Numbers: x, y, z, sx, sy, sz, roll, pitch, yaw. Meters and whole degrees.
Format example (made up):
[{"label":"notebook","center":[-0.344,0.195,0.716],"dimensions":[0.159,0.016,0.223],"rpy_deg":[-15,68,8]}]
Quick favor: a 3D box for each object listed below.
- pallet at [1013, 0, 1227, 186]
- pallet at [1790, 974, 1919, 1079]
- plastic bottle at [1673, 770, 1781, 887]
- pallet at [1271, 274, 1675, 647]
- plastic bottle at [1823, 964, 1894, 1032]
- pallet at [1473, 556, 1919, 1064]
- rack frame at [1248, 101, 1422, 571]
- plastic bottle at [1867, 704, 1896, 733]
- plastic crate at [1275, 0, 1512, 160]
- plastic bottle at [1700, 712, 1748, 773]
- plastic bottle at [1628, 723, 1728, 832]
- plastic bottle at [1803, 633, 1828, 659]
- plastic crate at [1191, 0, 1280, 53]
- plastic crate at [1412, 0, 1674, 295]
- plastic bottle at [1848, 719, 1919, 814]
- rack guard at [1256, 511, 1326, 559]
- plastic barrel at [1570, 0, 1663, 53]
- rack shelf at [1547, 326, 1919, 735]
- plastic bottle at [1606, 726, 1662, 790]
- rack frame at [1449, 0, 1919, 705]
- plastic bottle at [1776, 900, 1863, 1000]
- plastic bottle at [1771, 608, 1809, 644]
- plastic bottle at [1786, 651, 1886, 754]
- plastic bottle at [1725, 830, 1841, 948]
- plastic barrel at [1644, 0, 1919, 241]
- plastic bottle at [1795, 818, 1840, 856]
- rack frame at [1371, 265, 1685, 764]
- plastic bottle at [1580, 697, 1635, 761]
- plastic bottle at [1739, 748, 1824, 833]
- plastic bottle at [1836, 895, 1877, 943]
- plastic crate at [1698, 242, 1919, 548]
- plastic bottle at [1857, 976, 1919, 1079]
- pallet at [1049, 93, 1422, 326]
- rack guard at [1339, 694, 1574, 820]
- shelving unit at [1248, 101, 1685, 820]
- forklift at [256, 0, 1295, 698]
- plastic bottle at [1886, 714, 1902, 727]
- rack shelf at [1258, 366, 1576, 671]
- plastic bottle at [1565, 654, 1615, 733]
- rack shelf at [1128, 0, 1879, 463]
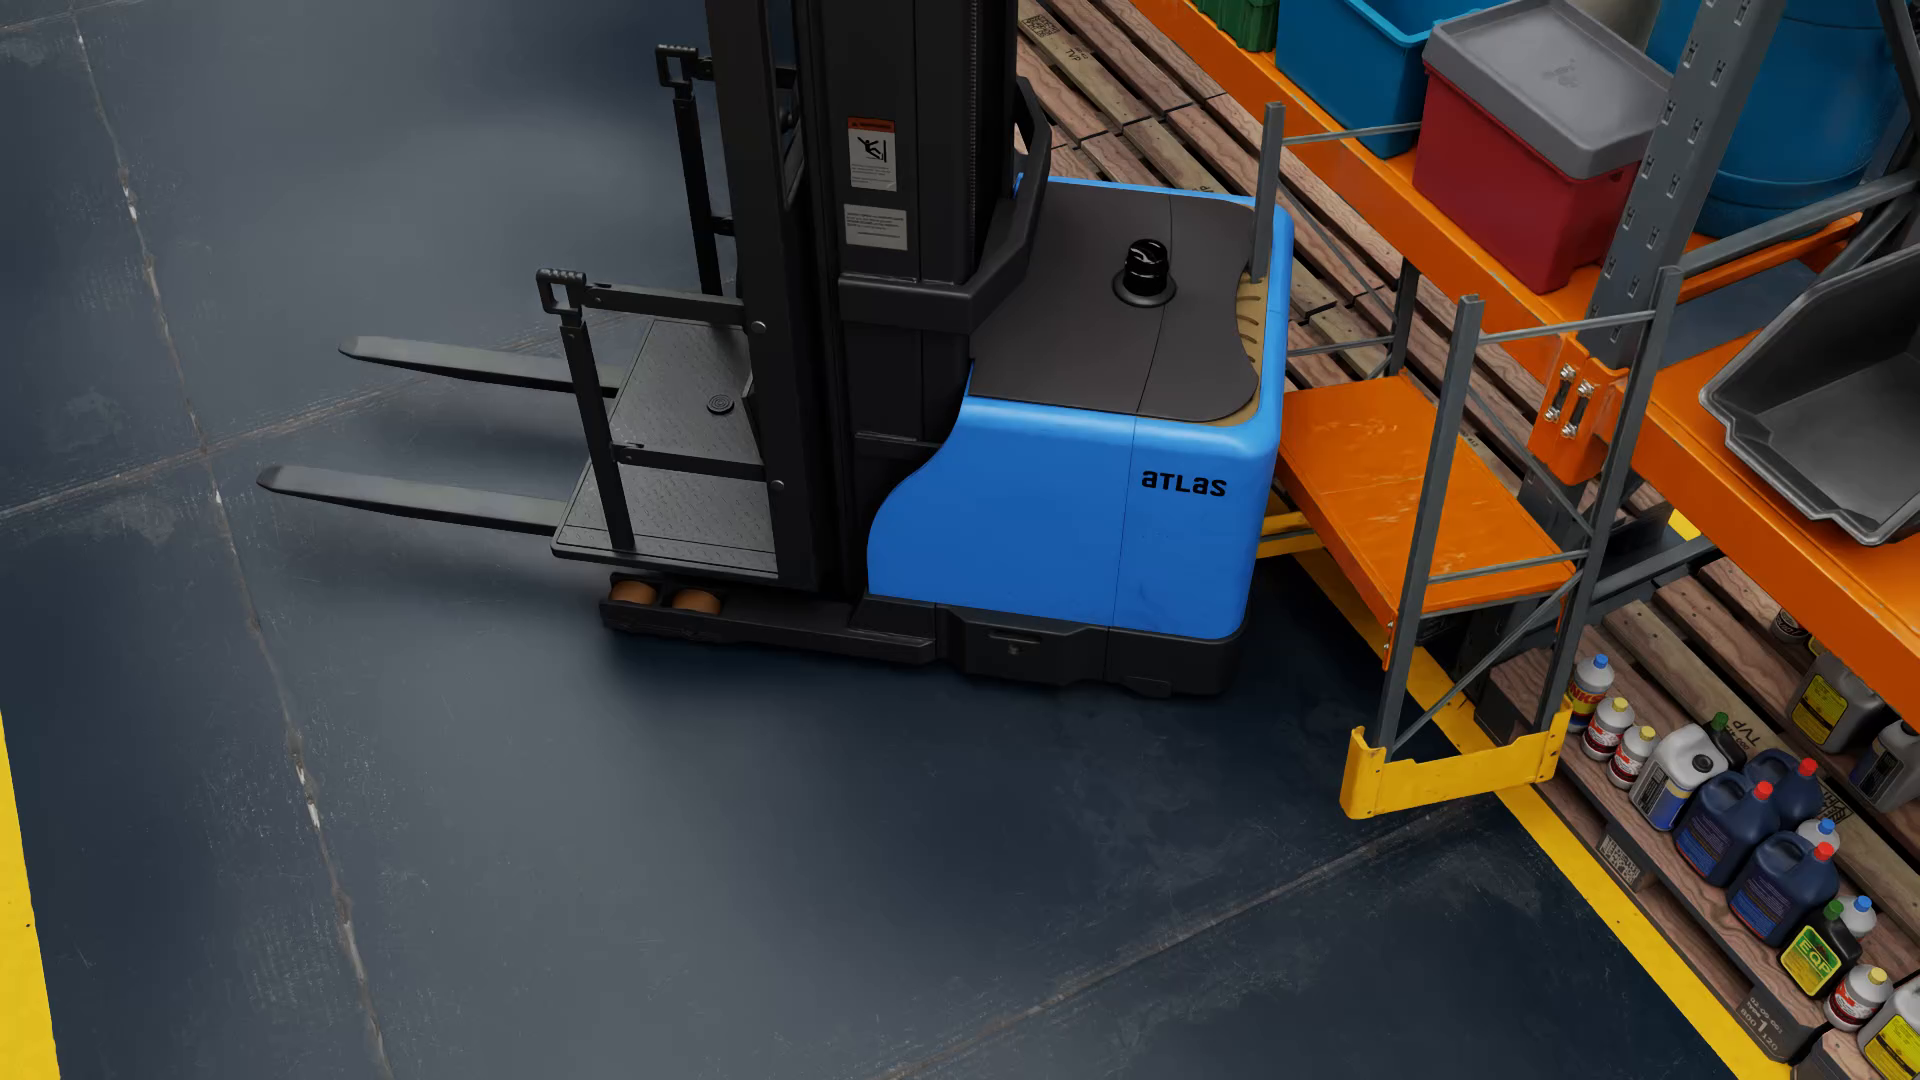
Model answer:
[{"label":"pallet","center":[0.405,-1.947,6.813],"dimensions":[1.003,0.211,1.213],"rpy_deg":[-21,52,-18]},{"label":"pallet","center":[2.748,1.479,3.816],"dimensions":[1.003,0.211,1.213],"rpy_deg":[-21,52,-18]},{"label":"plastic bottle","center":[1.916,0.690,4.121],"dimensions":[0.144,0.351,0.185],"rpy_deg":[-20,52,-17]},{"label":"pallet","center":[1.521,-0.314,5.385],"dimensions":[1.003,0.211,1.213],"rpy_deg":[-21,52,-18]},{"label":"plastic bottle","center":[2.111,1.063,3.894],"dimensions":[0.097,0.201,0.097],"rpy_deg":[0,49,0]},{"label":"pallet","center":[2.185,0.662,4.531],"dimensions":[1.003,0.211,1.213],"rpy_deg":[-21,52,-18]},{"label":"rack frame","center":[1.020,-0.532,4.661],"dimensions":[0.500,1.500,0.032],"rpy_deg":[-9,38,-11]},{"label":"plastic bottle","center":[2.466,0.339,4.428],"dimensions":[0.144,0.351,0.185],"rpy_deg":[-22,53,-18]},{"label":"plastic crate","center":[1.134,-1.346,4.445],"dimensions":[0.392,0.384,0.575],"rpy_deg":[-21,52,-18]},{"label":"plastic bottle","center":[1.938,0.564,4.277],"dimensions":[0.061,0.283,0.133],"rpy_deg":[-21,52,-18]},{"label":"plastic bottle","center":[1.843,0.603,4.247],"dimensions":[0.152,0.276,0.135],"rpy_deg":[-19,52,-16]},{"label":"plastic bottle","center":[2.429,0.238,4.562],"dimensions":[0.061,0.283,0.133],"rpy_deg":[-19,51,-16]},{"label":"plastic crate","center":[0.867,-1.719,4.901],"dimensions":[0.450,0.188,0.662],"rpy_deg":[-21,52,-18]},{"label":"plastic crate","center":[1.422,-0.960,4.054],"dimensions":[0.402,0.464,0.583],"rpy_deg":[-21,52,-18]},{"label":"plastic bottle","center":[2.434,0.560,4.285],"dimensions":[0.152,0.276,0.135],"rpy_deg":[-21,52,-18]},{"label":"rack guard","center":[1.027,-0.036,5.041],"dimensions":[0.587,0.250,0.087],"rpy_deg":[-9,38,-11]},{"label":"plastic barrel","center":[1.672,-1.481,4.462],"dimensions":[0.433,0.535,0.433],"rpy_deg":[0,49,0]},{"label":"rack shelf","center":[2.830,0.855,2.987],"dimensions":[1.077,0.370,4.000],"rpy_deg":[-21,52,-18]},{"label":"plastic bottle","center":[1.764,0.557,4.337],"dimensions":[0.097,0.201,0.097],"rpy_deg":[0,49,0]},{"label":"rack frame","center":[1.915,-0.720,3.887],"dimensions":[1.000,3.000,0.127],"rpy_deg":[-21,52,-18]},{"label":"plastic bottle","center":[2.040,0.964,3.927],"dimensions":[0.061,0.283,0.133],"rpy_deg":[-19,52,-16]},{"label":"plastic bottle","center":[2.358,0.192,4.656],"dimensions":[0.097,0.201,0.097],"rpy_deg":[0,49,0]},{"label":"plastic bottle","center":[2.338,0.389,4.385],"dimensions":[0.144,0.351,0.185],"rpy_deg":[-21,52,-18]},{"label":"plastic bottle","center":[2.002,0.817,4.010],"dimensions":[0.144,0.351,0.185],"rpy_deg":[-23,53,-19]},{"label":"plastic barrel","center":[2.008,-1.248,4.016],"dimensions":[0.600,0.901,0.708],"rpy_deg":[-21,52,-18]},{"label":"plastic bottle","center":[2.089,0.772,4.102],"dimensions":[0.097,0.271,0.097],"rpy_deg":[0,49,0]},{"label":"rack frame","center":[1.271,0.067,3.879],"dimensions":[0.500,1.500,0.032],"rpy_deg":[-9,38,-11]},{"label":"plastic bottle","center":[1.718,0.489,4.397],"dimensions":[0.097,0.201,0.097],"rpy_deg":[0,49,0]},{"label":"plastic bottle","center":[2.044,0.641,4.164],"dimensions":[0.144,0.351,0.185],"rpy_deg":[-21,52,-18]},{"label":"plastic bottle","center":[2.103,0.928,3.965],"dimensions":[0.097,0.271,0.097],"rpy_deg":[0,49,0]},{"label":"plastic crate","center":[2.042,-0.305,3.566],"dimensions":[0.767,0.338,0.504],"rpy_deg":[-21,52,-18]},{"label":"plastic bottle","center":[2.196,1.101,3.762],"dimensions":[0.144,0.351,0.185],"rpy_deg":[-22,52,-18]},{"label":"pallet","center":[0.959,-1.132,6.100],"dimensions":[1.003,0.211,1.213],"rpy_deg":[-21,52,-18]},{"label":"rack guard","center":[1.273,0.551,4.275],"dimensions":[0.587,0.250,0.087],"rpy_deg":[-9,38,-11]},{"label":"shelving unit","center":[1.143,-0.238,4.277],"dimensions":[0.587,1.500,1.083],"rpy_deg":[-9,38,-11]},{"label":"forklift","center":[-0.616,-1.046,4.218],"dimensions":[3.031,2.935,1.130],"rpy_deg":[7,49,6]},{"label":"plastic bottle","center":[2.554,0.467,4.316],"dimensions":[0.144,0.351,0.185],"rpy_deg":[-24,53,-19]},{"label":"rack shelf","center":[1.147,-0.090,4.380],"dimensions":[0.538,0.185,1.000],"rpy_deg":[-9,38,-11]},{"label":"plastic bottle","center":[1.671,0.398,4.430],"dimensions":[0.097,0.271,0.097],"rpy_deg":[0,49,0]},{"label":"rack shelf","center":[1.000,-1.822,5.328],"dimensions":[1.077,0.370,4.000],"rpy_deg":[-21,52,-18]}]
